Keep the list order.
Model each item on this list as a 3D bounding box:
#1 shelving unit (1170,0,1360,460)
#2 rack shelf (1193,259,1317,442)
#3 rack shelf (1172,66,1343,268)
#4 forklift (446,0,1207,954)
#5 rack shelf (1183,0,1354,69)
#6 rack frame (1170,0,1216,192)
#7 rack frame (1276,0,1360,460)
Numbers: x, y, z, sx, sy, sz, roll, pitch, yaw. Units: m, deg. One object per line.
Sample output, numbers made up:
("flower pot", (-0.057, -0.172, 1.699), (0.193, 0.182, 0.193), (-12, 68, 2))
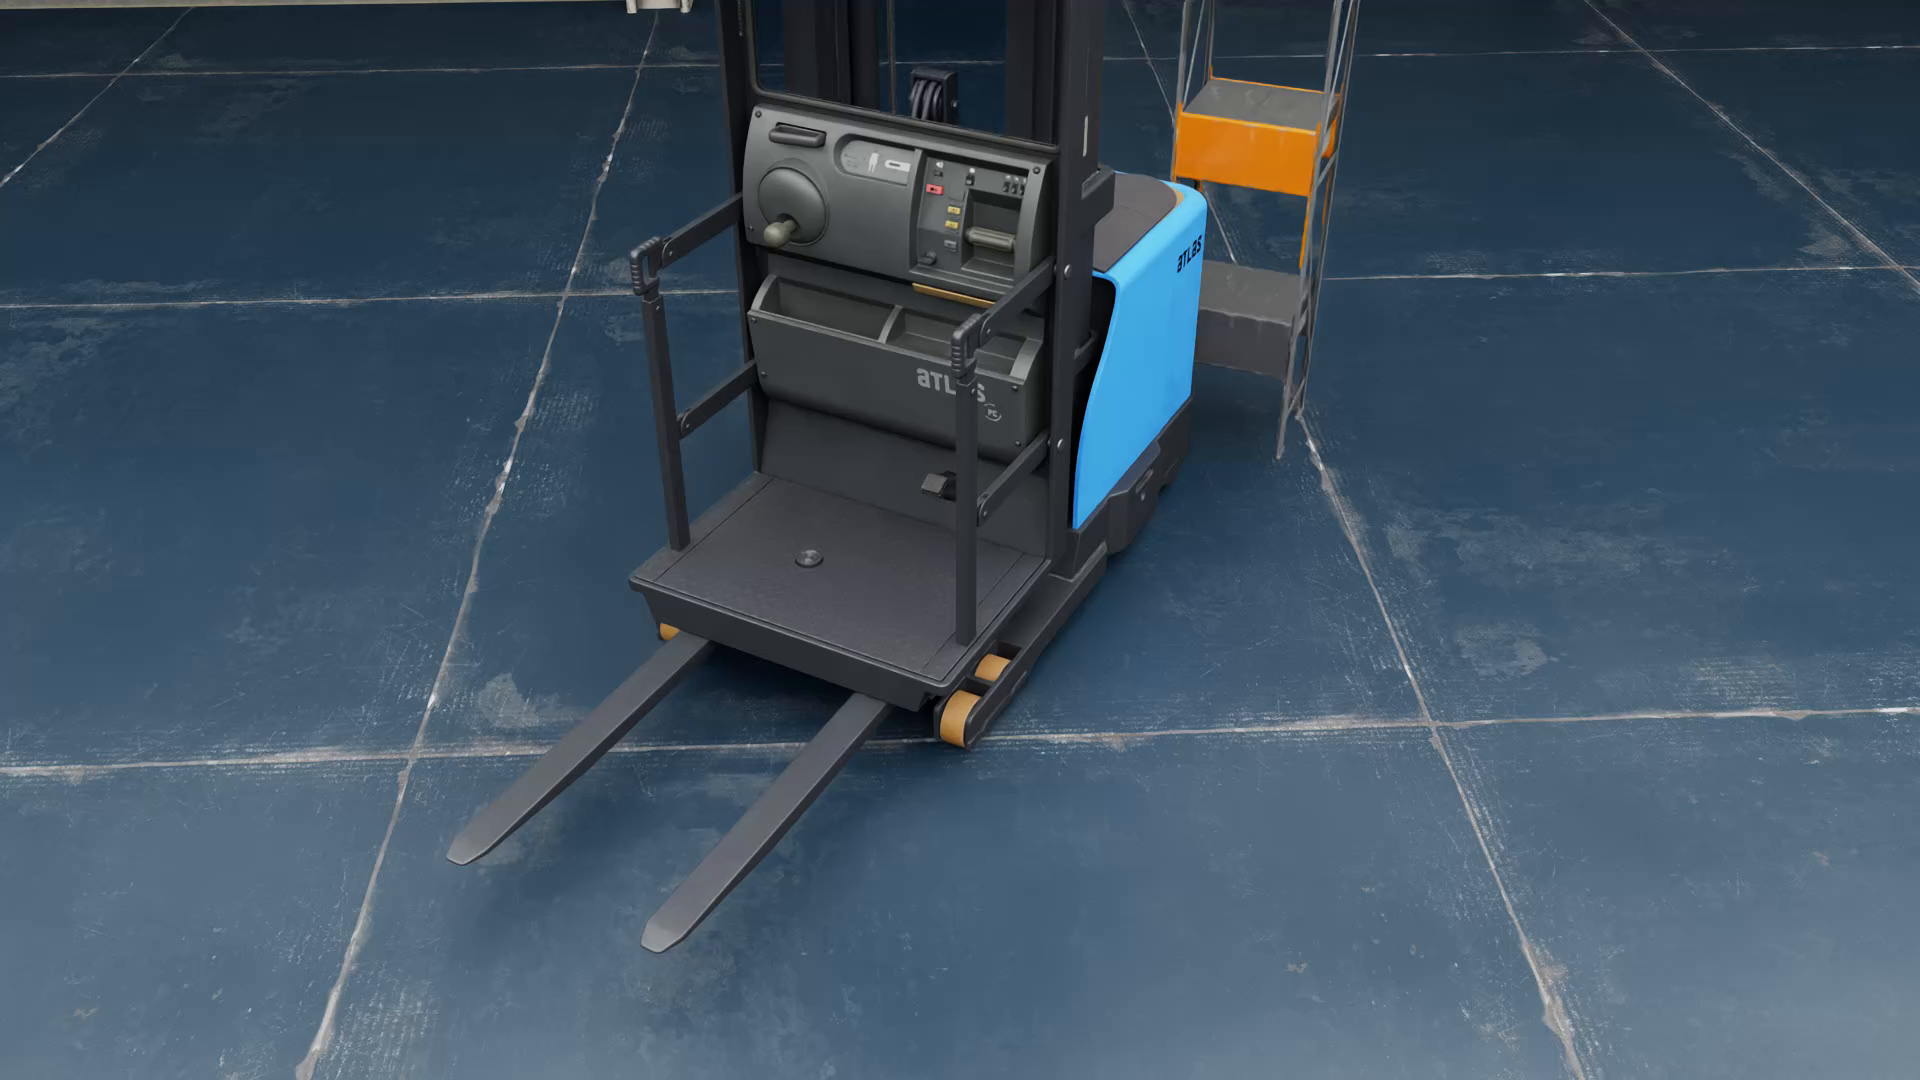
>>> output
("shelving unit", (1.033, -1.320, 5.811), (0.503, 2.100, 0.431), (13, 37, 18))
("rack shelf", (1.031, -0.733, 6.216), (0.480, 0.518, 0.431), (13, 37, 18))
("rack shelf", (1.033, -1.309, 5.818), (0.480, 0.518, 0.431), (13, 37, 18))
("forklift", (-0.295, -0.891, 4.461), (1.130, 2.935, 3.031), (17, 38, 23))
("rack shelf", (1.035, -1.885, 5.421), (0.480, 0.518, 0.431), (13, 37, 18))
("rack frame", (0.807, -1.373, 5.886), (0.015, 2.100, 0.400), (13, 37, 18))
("rack frame", (1.259, -1.267, 5.735), (0.015, 2.100, 0.400), (13, 37, 18))
